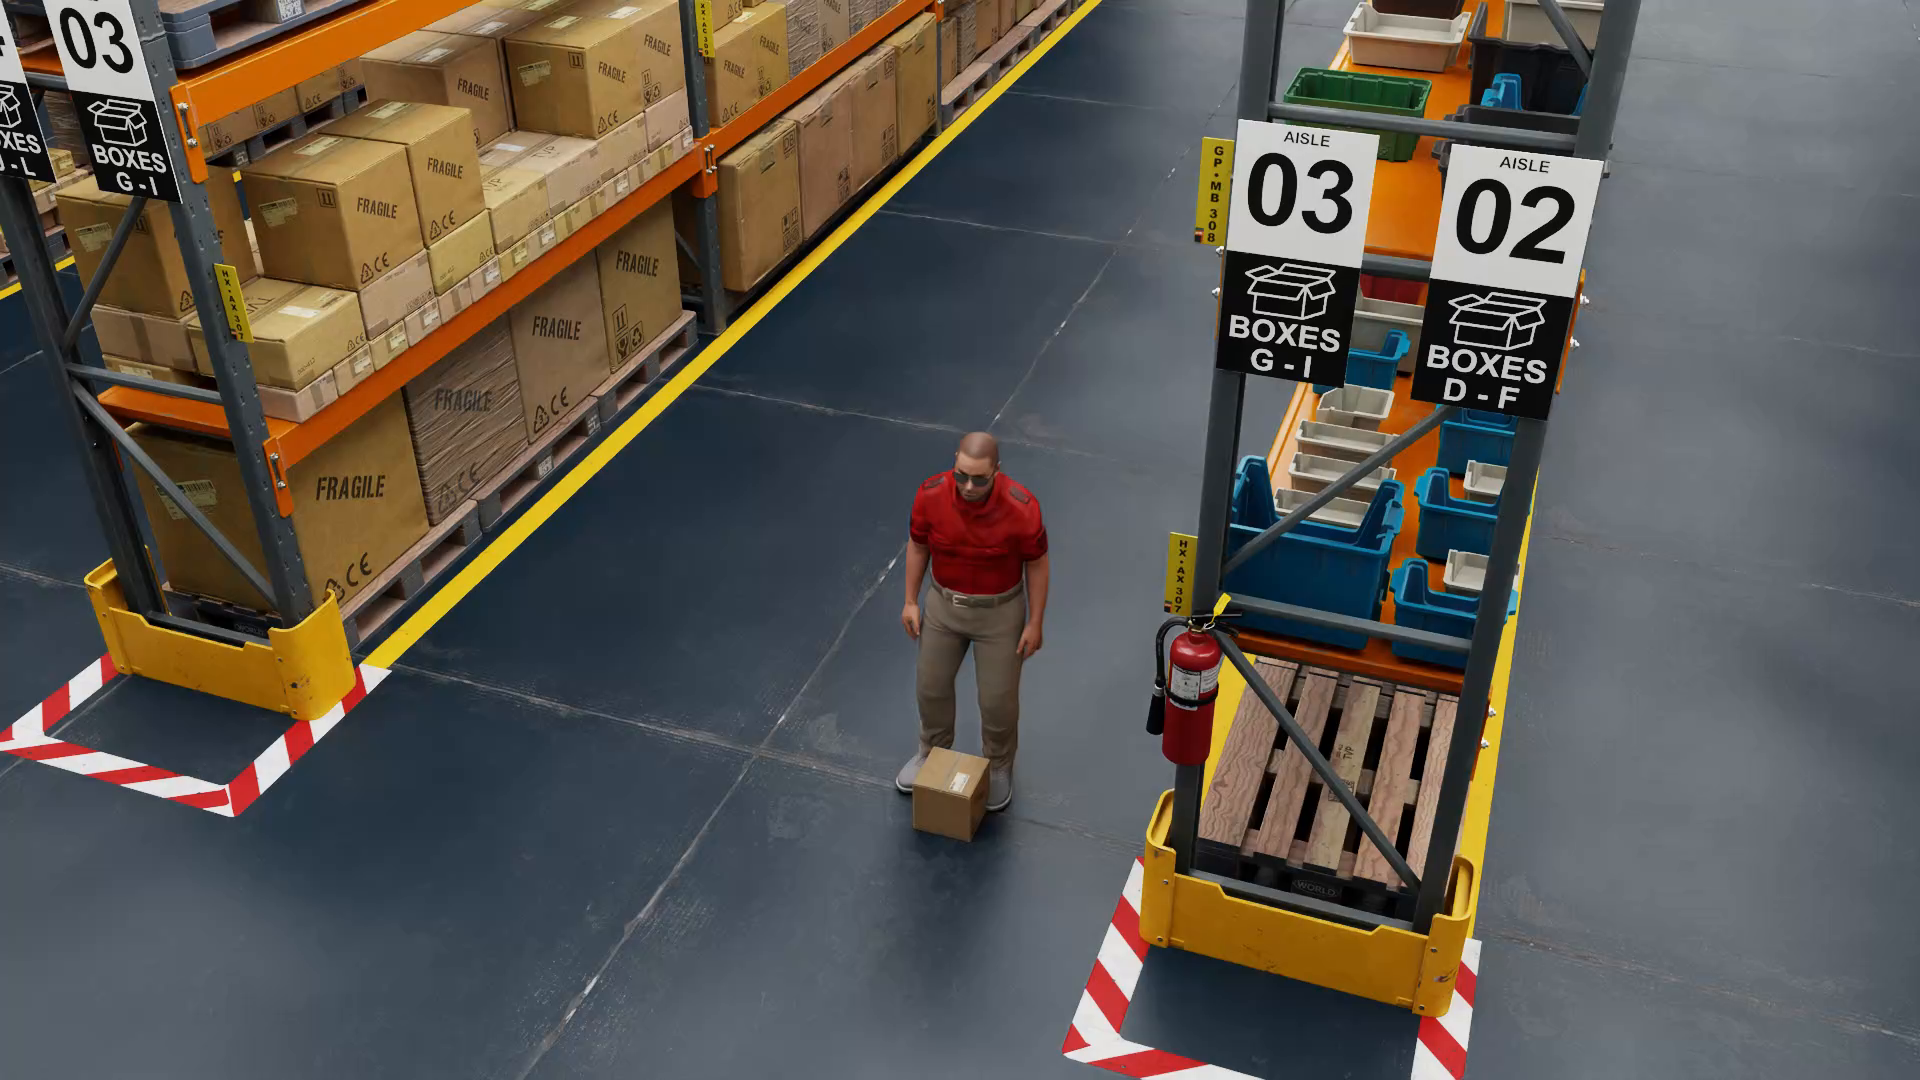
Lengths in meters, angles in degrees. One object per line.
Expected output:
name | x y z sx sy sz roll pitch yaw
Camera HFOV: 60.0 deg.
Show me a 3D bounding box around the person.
person | 0.050 0.301 6.690 0.601 1.726 0.393 9 34 14
